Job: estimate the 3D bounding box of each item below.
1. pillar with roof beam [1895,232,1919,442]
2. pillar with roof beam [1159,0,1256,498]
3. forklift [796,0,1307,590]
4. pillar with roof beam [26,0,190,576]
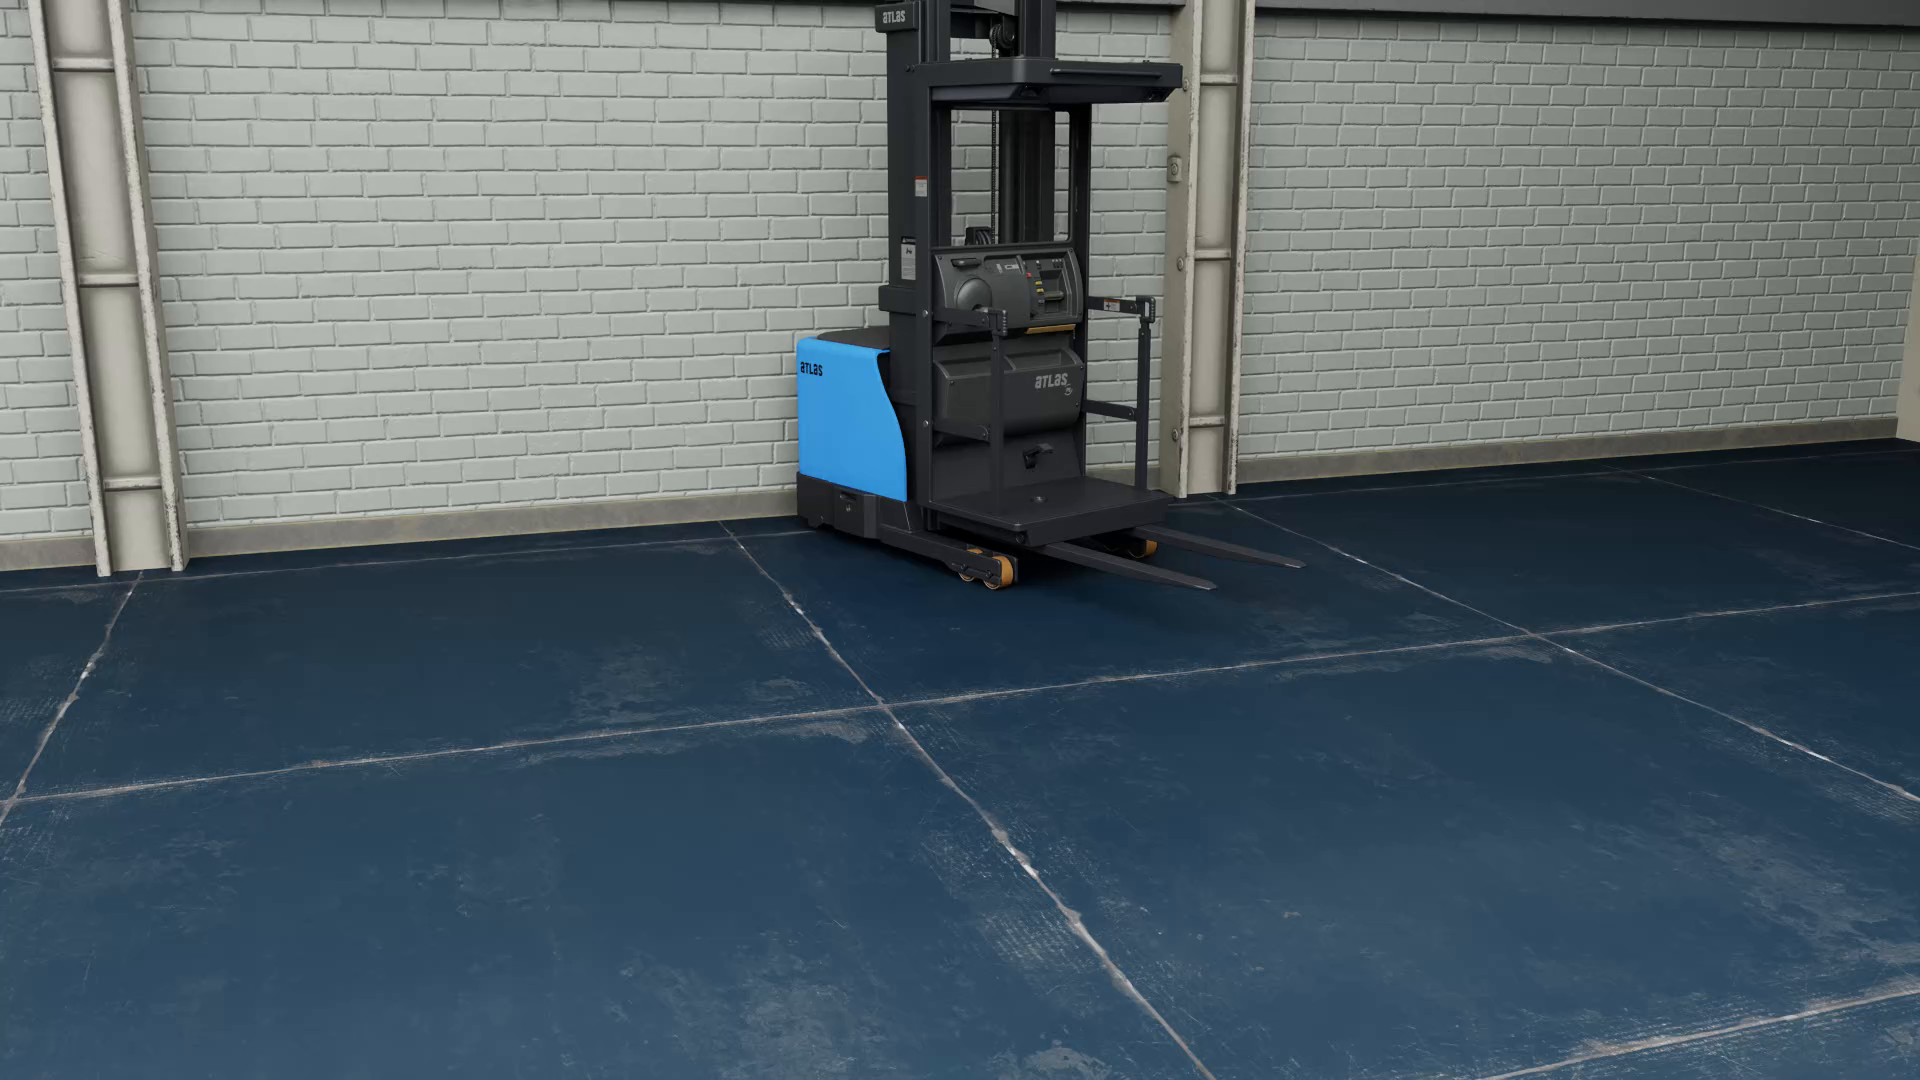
[{"bbox_3d":[8.545,-4.184,7.286,0.400,9.000,9.100,-4,14,-18],"label":"pillar with roof beam"},{"bbox_3d":[2.859,-3.741,5.424,0.400,9.000,9.100,-4,14,-18],"label":"pillar with roof beam"},{"bbox_3d":[0.393,-1.314,8.333,1.130,2.935,3.031,-11,17,-38],"label":"forklift"},{"bbox_3d":[-2.828,-3.298,3.562,0.400,9.000,9.100,-4,14,-18],"label":"pillar with roof beam"}]
